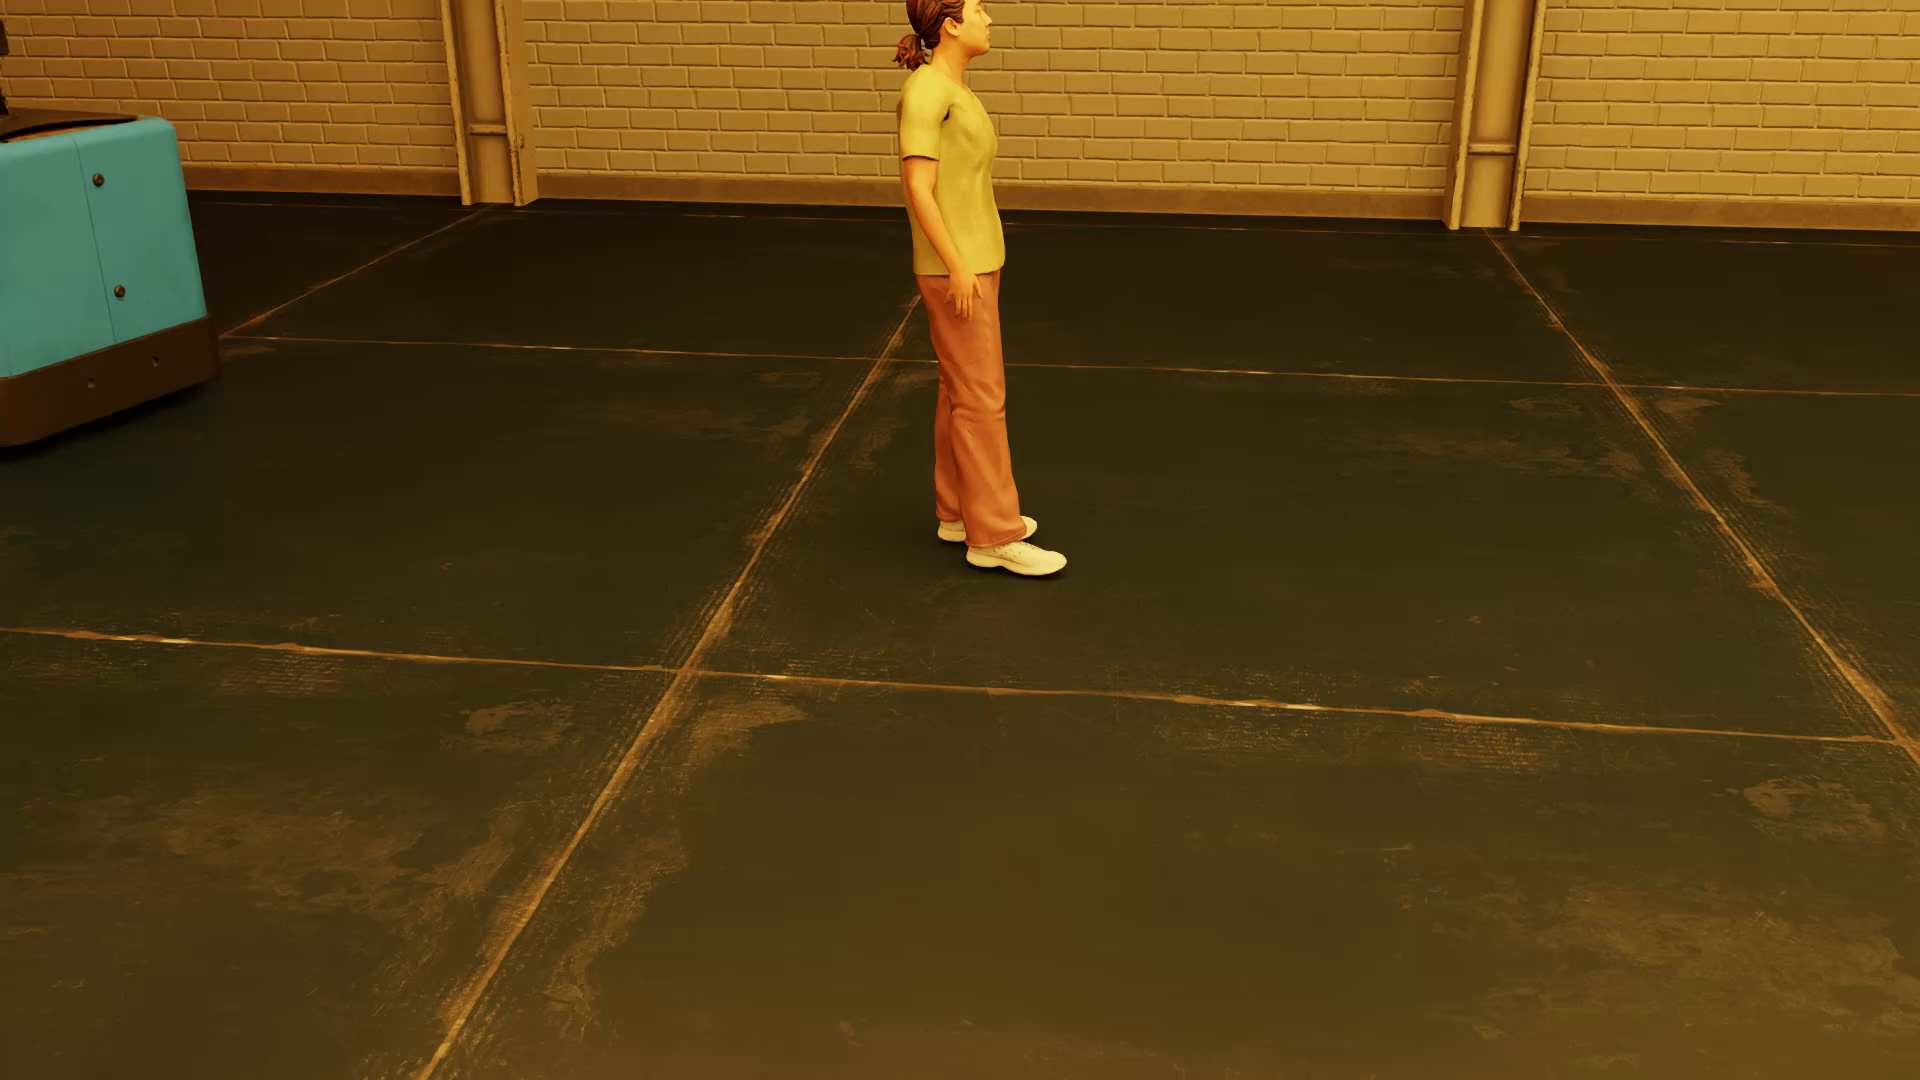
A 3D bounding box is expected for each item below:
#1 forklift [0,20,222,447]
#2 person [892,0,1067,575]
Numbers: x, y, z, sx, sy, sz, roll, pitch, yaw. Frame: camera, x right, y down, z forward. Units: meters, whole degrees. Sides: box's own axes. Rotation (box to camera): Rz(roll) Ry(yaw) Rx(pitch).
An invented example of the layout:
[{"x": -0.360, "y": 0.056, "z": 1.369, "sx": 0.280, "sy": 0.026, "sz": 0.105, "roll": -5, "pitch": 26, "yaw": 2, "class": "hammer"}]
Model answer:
[{"x": -4.514, "y": -1.989, "z": 6.192, "sx": 3.031, "sy": 2.935, "sz": 1.130, "roll": 8, "pitch": 23, "yaw": 19, "class": "forklift"}, {"x": 0.072, "y": -0.776, "z": 4.842, "sx": 0.548, "sy": 1.673, "sz": 0.553, "roll": 3, "pitch": 22, "yaw": 7, "class": "person"}]
